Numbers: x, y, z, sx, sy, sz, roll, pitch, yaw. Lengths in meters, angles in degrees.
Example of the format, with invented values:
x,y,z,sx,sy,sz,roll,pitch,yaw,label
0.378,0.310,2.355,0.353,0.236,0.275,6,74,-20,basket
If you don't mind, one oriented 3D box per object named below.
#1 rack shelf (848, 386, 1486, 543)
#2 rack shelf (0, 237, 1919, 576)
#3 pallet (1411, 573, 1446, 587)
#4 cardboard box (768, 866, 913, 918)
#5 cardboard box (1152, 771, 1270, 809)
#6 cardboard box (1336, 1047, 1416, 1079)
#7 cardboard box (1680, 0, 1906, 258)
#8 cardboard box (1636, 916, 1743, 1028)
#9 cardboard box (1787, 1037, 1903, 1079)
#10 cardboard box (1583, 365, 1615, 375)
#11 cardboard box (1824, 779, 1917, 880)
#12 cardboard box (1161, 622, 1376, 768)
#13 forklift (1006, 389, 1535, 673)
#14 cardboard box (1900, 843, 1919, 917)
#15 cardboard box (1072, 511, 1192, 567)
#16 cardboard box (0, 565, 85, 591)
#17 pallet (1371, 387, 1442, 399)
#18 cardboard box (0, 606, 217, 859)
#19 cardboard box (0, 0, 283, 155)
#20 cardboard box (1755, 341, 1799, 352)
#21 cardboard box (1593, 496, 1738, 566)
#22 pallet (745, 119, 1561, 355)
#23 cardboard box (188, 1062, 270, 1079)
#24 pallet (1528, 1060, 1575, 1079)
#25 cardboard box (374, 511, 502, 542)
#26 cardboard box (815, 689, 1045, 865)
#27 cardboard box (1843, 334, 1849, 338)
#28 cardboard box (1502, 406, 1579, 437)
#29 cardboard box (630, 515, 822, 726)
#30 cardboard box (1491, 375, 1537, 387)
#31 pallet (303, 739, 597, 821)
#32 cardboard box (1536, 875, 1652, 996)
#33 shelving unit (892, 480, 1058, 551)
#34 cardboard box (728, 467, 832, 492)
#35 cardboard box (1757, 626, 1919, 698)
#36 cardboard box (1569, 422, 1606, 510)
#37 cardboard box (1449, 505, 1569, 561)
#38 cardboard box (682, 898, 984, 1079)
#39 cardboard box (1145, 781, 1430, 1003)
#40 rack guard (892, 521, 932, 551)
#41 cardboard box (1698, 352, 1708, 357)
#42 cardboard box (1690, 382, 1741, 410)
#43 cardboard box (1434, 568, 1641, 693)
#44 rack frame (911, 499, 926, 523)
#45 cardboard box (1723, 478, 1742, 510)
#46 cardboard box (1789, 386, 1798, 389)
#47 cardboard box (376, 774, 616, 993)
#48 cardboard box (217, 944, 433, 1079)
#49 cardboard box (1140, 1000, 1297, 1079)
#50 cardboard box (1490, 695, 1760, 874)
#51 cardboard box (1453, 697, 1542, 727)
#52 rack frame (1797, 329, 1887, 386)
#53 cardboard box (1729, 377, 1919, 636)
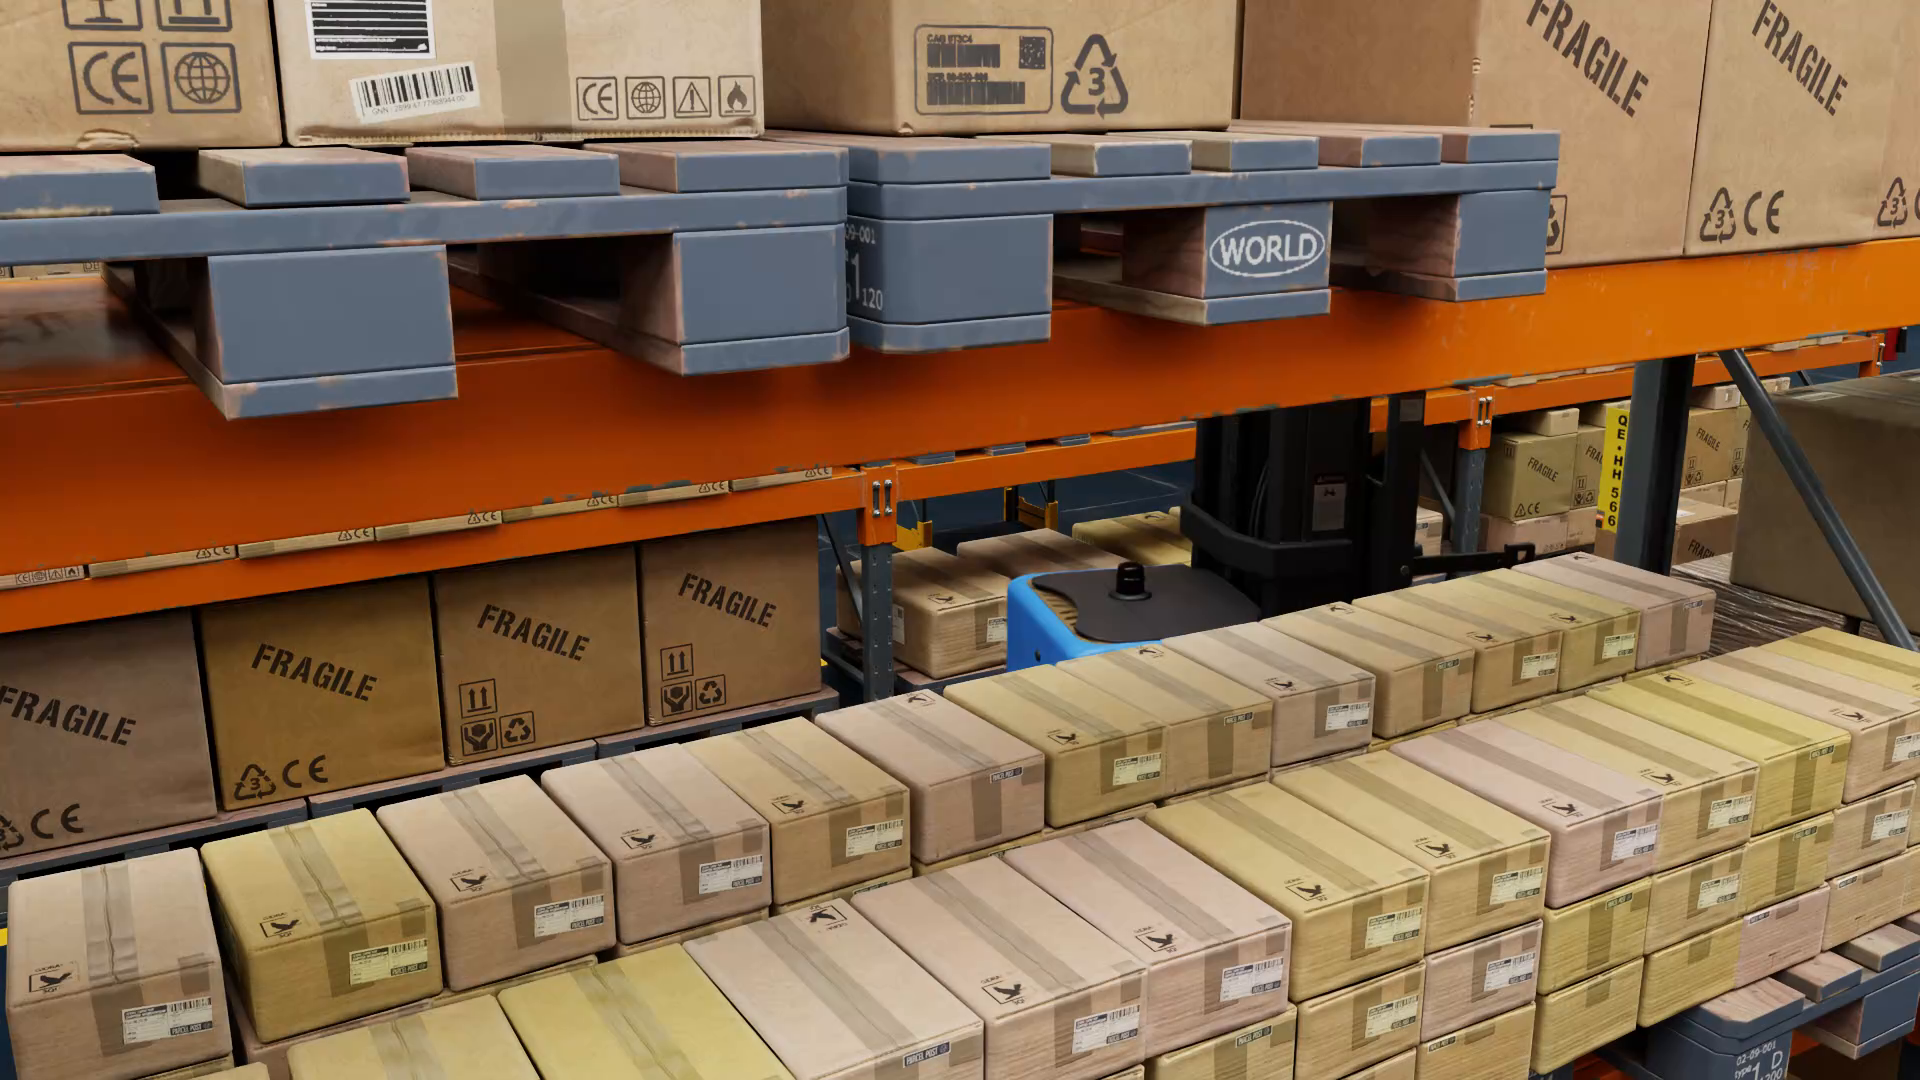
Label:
x,y,z,sx,sy,sz,roll,pitch,yaw,label
1.087,-0.557,9.171,4.000,0.370,1.077,-9,18,-30,rack shelf
0.294,-0.314,2.747,4.000,0.370,1.077,-9,18,-30,rack shelf
2.135,0.270,10.054,1.213,0.211,1.003,-9,18,-30,pallet
-0.286,0.591,2.879,0.250,0.149,0.380,-10,19,-33,cardboard box
0.388,0.482,3.270,0.250,0.149,0.380,-9,18,-30,cardboard box
0.489,0.816,2.630,0.250,0.149,0.380,-10,19,-32,cardboard box
1.228,-0.775,2.876,0.500,0.500,0.500,-9,18,-30,cardboard box
1.173,0.704,3.029,0.250,0.149,0.380,-9,18,-30,cardboard box
2.577,1.324,4.521,0.750,0.750,1.050,-9,18,-30,cardboard box
3.868,-1.147,10.409,0.250,0.149,0.380,-9,18,-28,cardboard box
1.592,0.493,3.229,0.250,0.149,0.380,-8,18,-28,cardboard box
0.613,0.304,3.354,0.250,0.149,0.380,-8,18,-27,cardboard box
1.755,-0.200,6.693,3.031,2.935,1.130,-4,16,-13,forklift
1.822,0.600,3.399,0.250,0.149,0.380,-9,18,-29,cardboard box
1.144,0.153,9.396,0.625,0.372,0.950,-9,18,-28,cardboard box
-3.543,0.003,6.119,0.500,0.250,0.500,-10,18,-31,cardboard box
2.071,-1.016,9.832,1.213,0.211,1.003,-9,18,-30,pallet
-3.566,0.647,6.702,0.875,0.875,0.875,-9,18,-28,cardboard box
-1.039,-0.660,1.685,0.500,0.500,0.700,-9,18,-30,cardboard box
5.424,-1.380,11.241,0.250,0.149,0.380,-9,18,-29,cardboard box
3.744,0.066,8.846,0.500,0.500,0.500,-9,18,-30,cardboard box
0.051,-0.498,2.418,1.003,0.211,1.213,-9,18,-30,pallet
-0.846,0.746,1.775,0.250,0.149,0.380,-8,18,-27,cardboard box
0.333,0.883,3.057,1.213,0.211,1.003,-9,18,-30,pallet
-2.219,-0.204,6.858,0.500,0.250,0.500,-10,18,-31,cardboard box
-0.059,0.413,2.965,0.250,0.149,0.380,-10,19,-32,cardboard box
6.020,-1.515,11.721,0.250,0.149,0.380,-9,18,-28,cardboard box
3.584,-0.756,10.273,0.250,0.149,0.380,-9,18,-29,cardboard box
-1.262,0.273,8.038,0.875,0.875,0.875,-9,18,-30,cardboard box
3.237,-1.030,9.991,0.250,0.149,0.380,-9,18,-30,cardboard box
-2.386,0.978,7.528,1.213,0.211,1.003,-9,18,-30,pallet
0.938,0.599,2.851,0.250,0.149,0.380,-9,18,-30,cardboard box
0.065,-0.733,11.245,1.083,1.500,0.587,-9,18,-30,shelving unit
-0.927,-0.422,7.637,0.500,0.250,0.500,-10,18,-32,cardboard box
1.825,0.313,3.322,0.250,0.149,0.380,-10,19,-32,cardboard box
3.899,-0.517,10.623,0.500,0.500,0.500,-8,18,-27,cardboard box
3.446,-0.079,10.449,0.500,0.250,0.500,-10,19,-32,cardboard box
-0.173,0.637,2.165,0.250,0.149,0.380,-9,18,-30,cardboard box
0.492,0.528,2.554,0.250,0.149,0.380,-9,18,-28,cardboard box
-0.362,-0.062,11.167,0.087,0.250,0.587,-9,18,-30,rack guard
4.700,-1.307,10.979,0.250,0.149,0.380,-9,18,-30,cardboard box
4.954,-0.980,11.073,0.250,0.149,0.380,-8,18,-27,cardboard box
1.284,0.196,3.738,0.250,0.149,0.380,-10,18,-31,cardboard box
-0.363,-0.663,10.998,0.032,1.500,0.500,-9,18,-30,rack frame
5.228,-0.370,11.490,0.500,0.250,0.500,-9,18,-30,cardboard box
5.678,-0.805,11.650,0.500,0.500,0.500,-9,18,-29,cardboard box
-0.724,0.521,2.580,0.250,0.149,0.380,-10,18,-31,cardboard box
-0.955,0.700,2.492,0.250,0.149,0.380,-9,18,-29,cardboard box
0.277,0.706,2.470,0.250,0.149,0.380,-10,18,-31,cardboard box
1.157,0.422,2.934,0.250,0.149,0.380,-9,18,-28,cardboard box
1.032,0.379,3.638,0.250,0.149,0.380,-10,18,-31,cardboard box
6.230,-1.737,12.049,0.127,3.000,1.000,-9,18,-30,rack frame
2.399,-0.083,4.112,0.500,0.500,0.700,-9,18,-30,cardboard box
